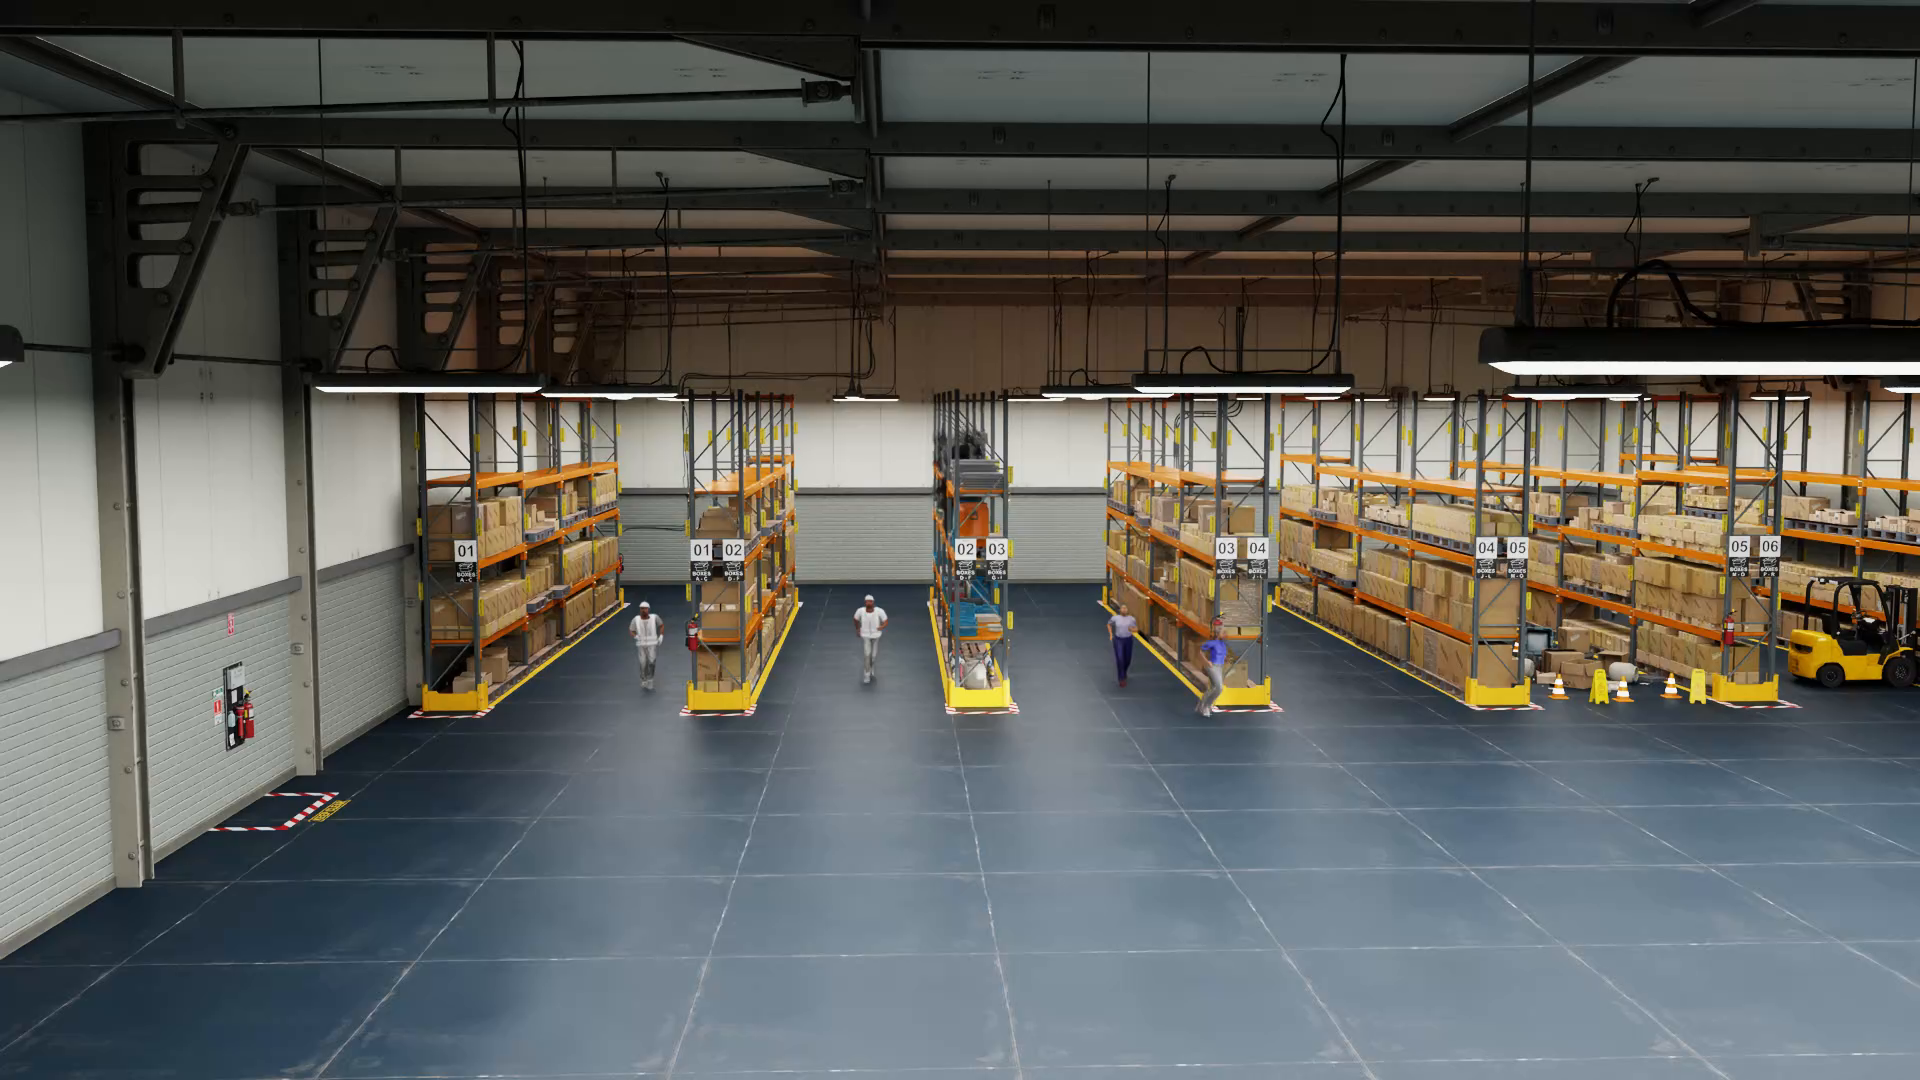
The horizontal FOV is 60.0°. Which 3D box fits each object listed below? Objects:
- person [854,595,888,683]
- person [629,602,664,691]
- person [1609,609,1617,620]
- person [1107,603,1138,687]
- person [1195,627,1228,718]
[{"bbox_3d":[-1.842,2.041,34.544,0.704,1.834,0.745,0,5,-6],"label":"person"},{"bbox_3d":[-6.290,2.125,33.353,0.682,1.776,0.666,0,5,-6],"label":"person"},{"bbox_3d":[17.053,1.290,44.008,0.609,1.694,0.875,-1,5,-16],"label":"person"},{"bbox_3d":[3.339,2.112,33.987,0.601,1.648,0.934,-1,5,-7],"label":"person"},{"bbox_3d":[4.680,2.432,30.581,0.601,1.650,0.587,4,6,40],"label":"person"}]
